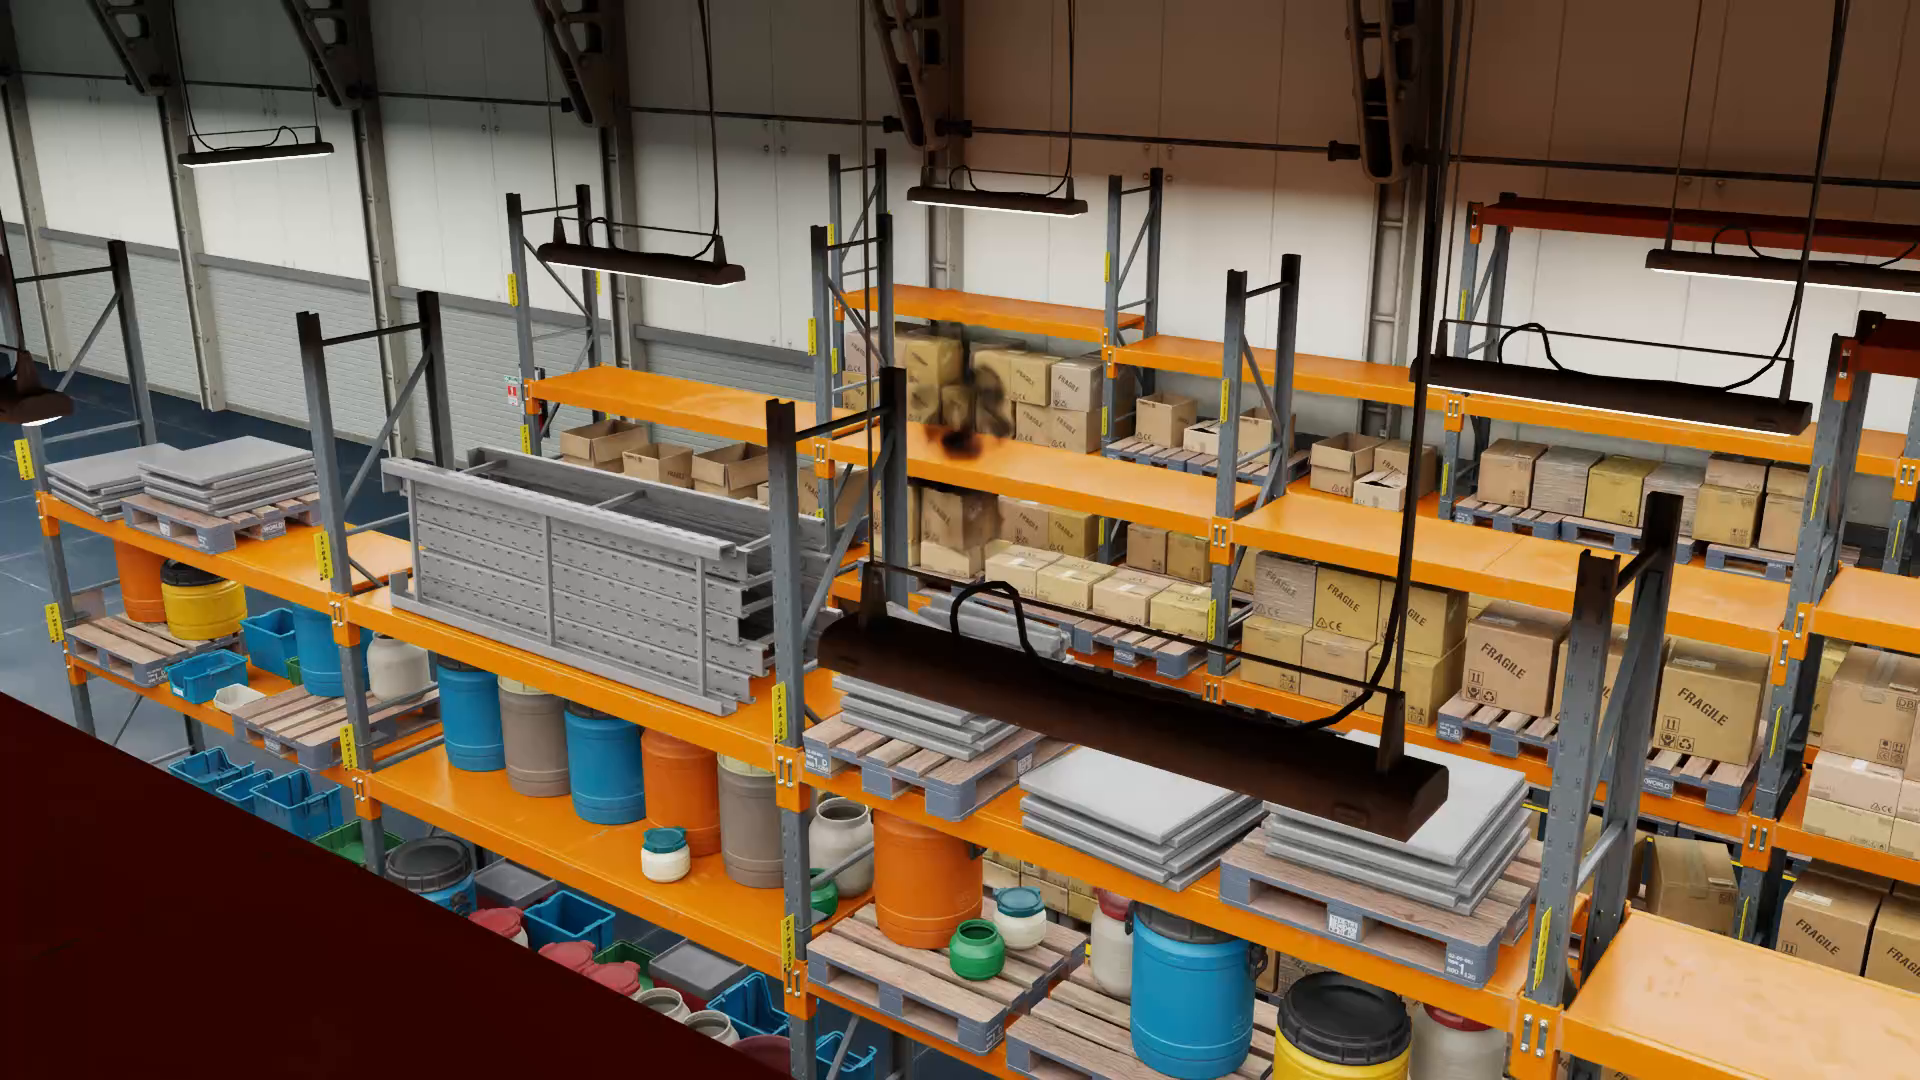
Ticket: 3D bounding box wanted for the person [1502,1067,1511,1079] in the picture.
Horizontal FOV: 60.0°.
[{"bbox_3d":[3.390,3.989,10.576,0.753,1.684,0.645,9,20,25],"label":"person"}]
